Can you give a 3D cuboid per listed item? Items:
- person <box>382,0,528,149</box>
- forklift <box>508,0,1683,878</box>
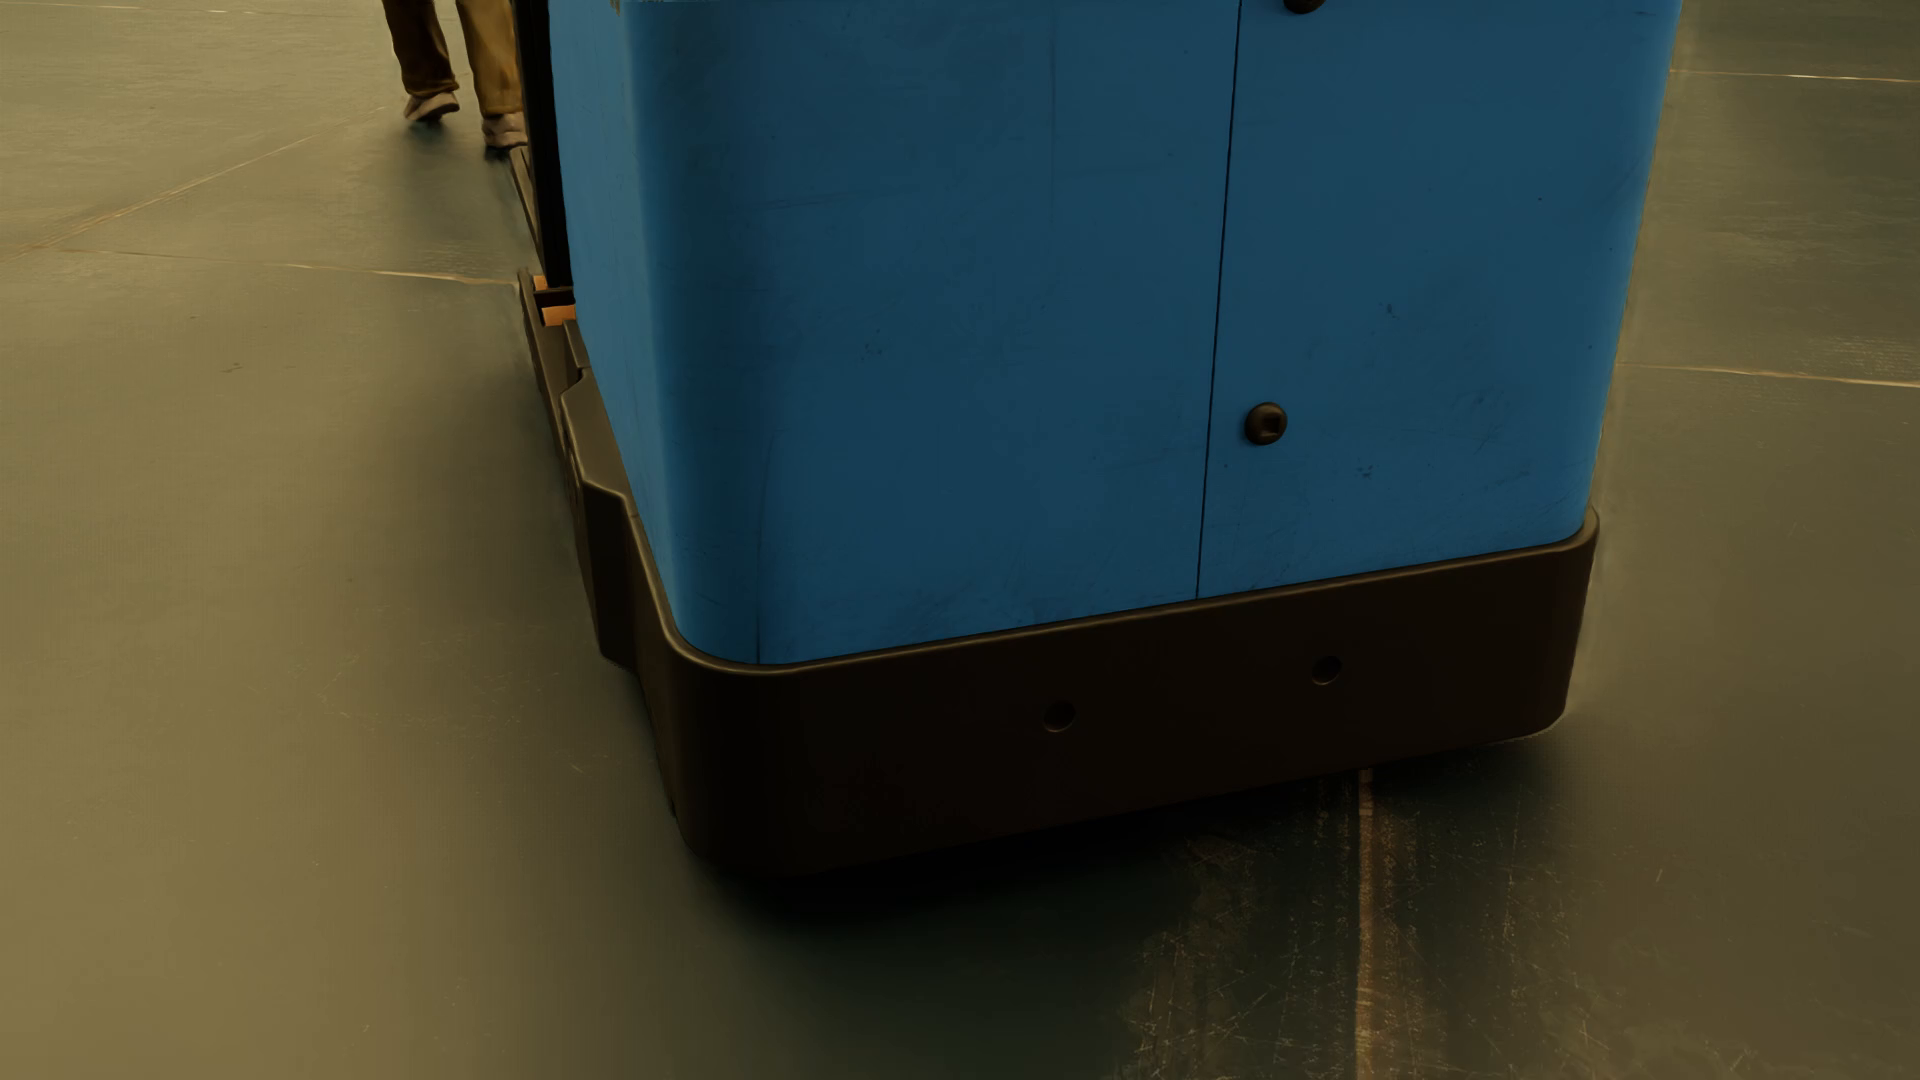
[{"bbox_3d":[-1.419,-1.899,4.428,0.628,1.758,0.966,-18,32,-32],"label":"person"},{"bbox_3d":[-0.210,-1.614,2.446,1.130,2.935,3.031,-8,28,-16],"label":"forklift"}]
